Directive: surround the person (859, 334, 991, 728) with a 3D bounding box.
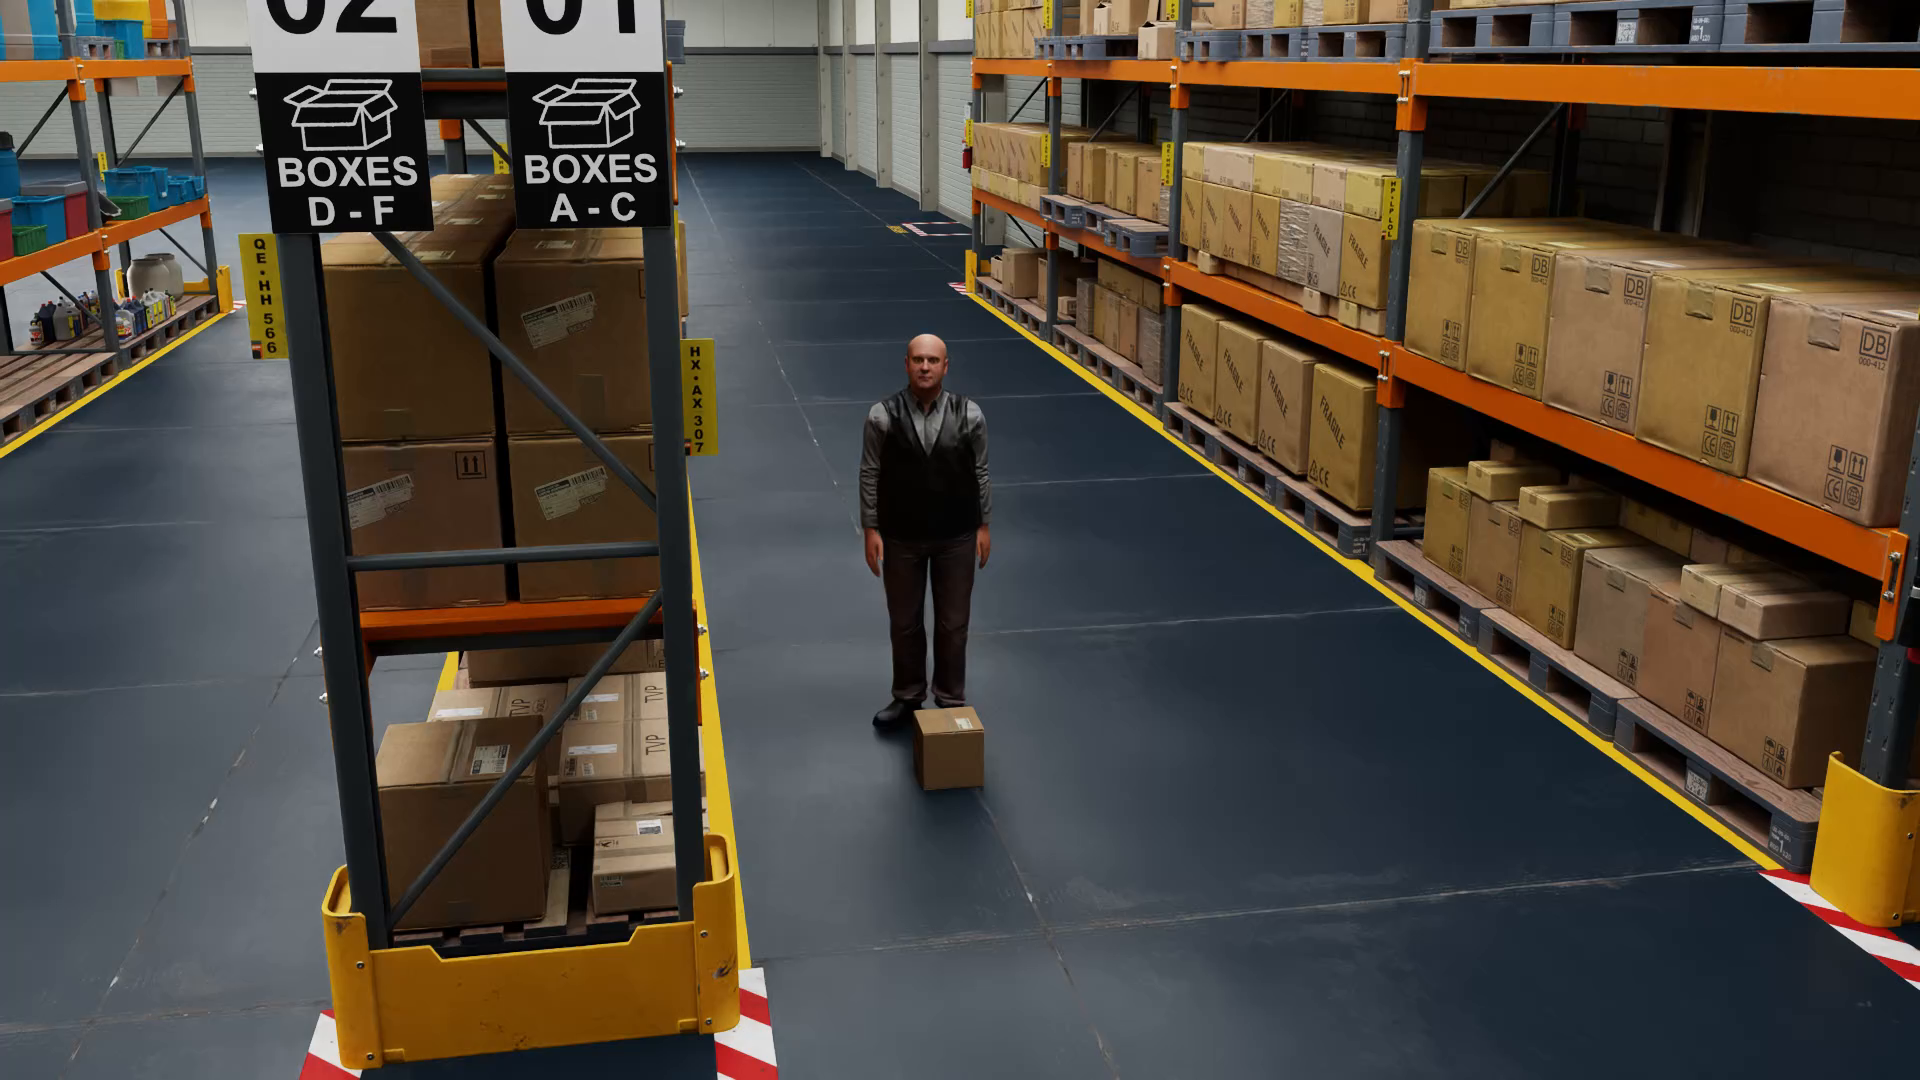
[{"bbox_3d":[-0.144,-0.011,7.056,0.561,1.721,0.384,-1,16,-3],"label":"person"}]
